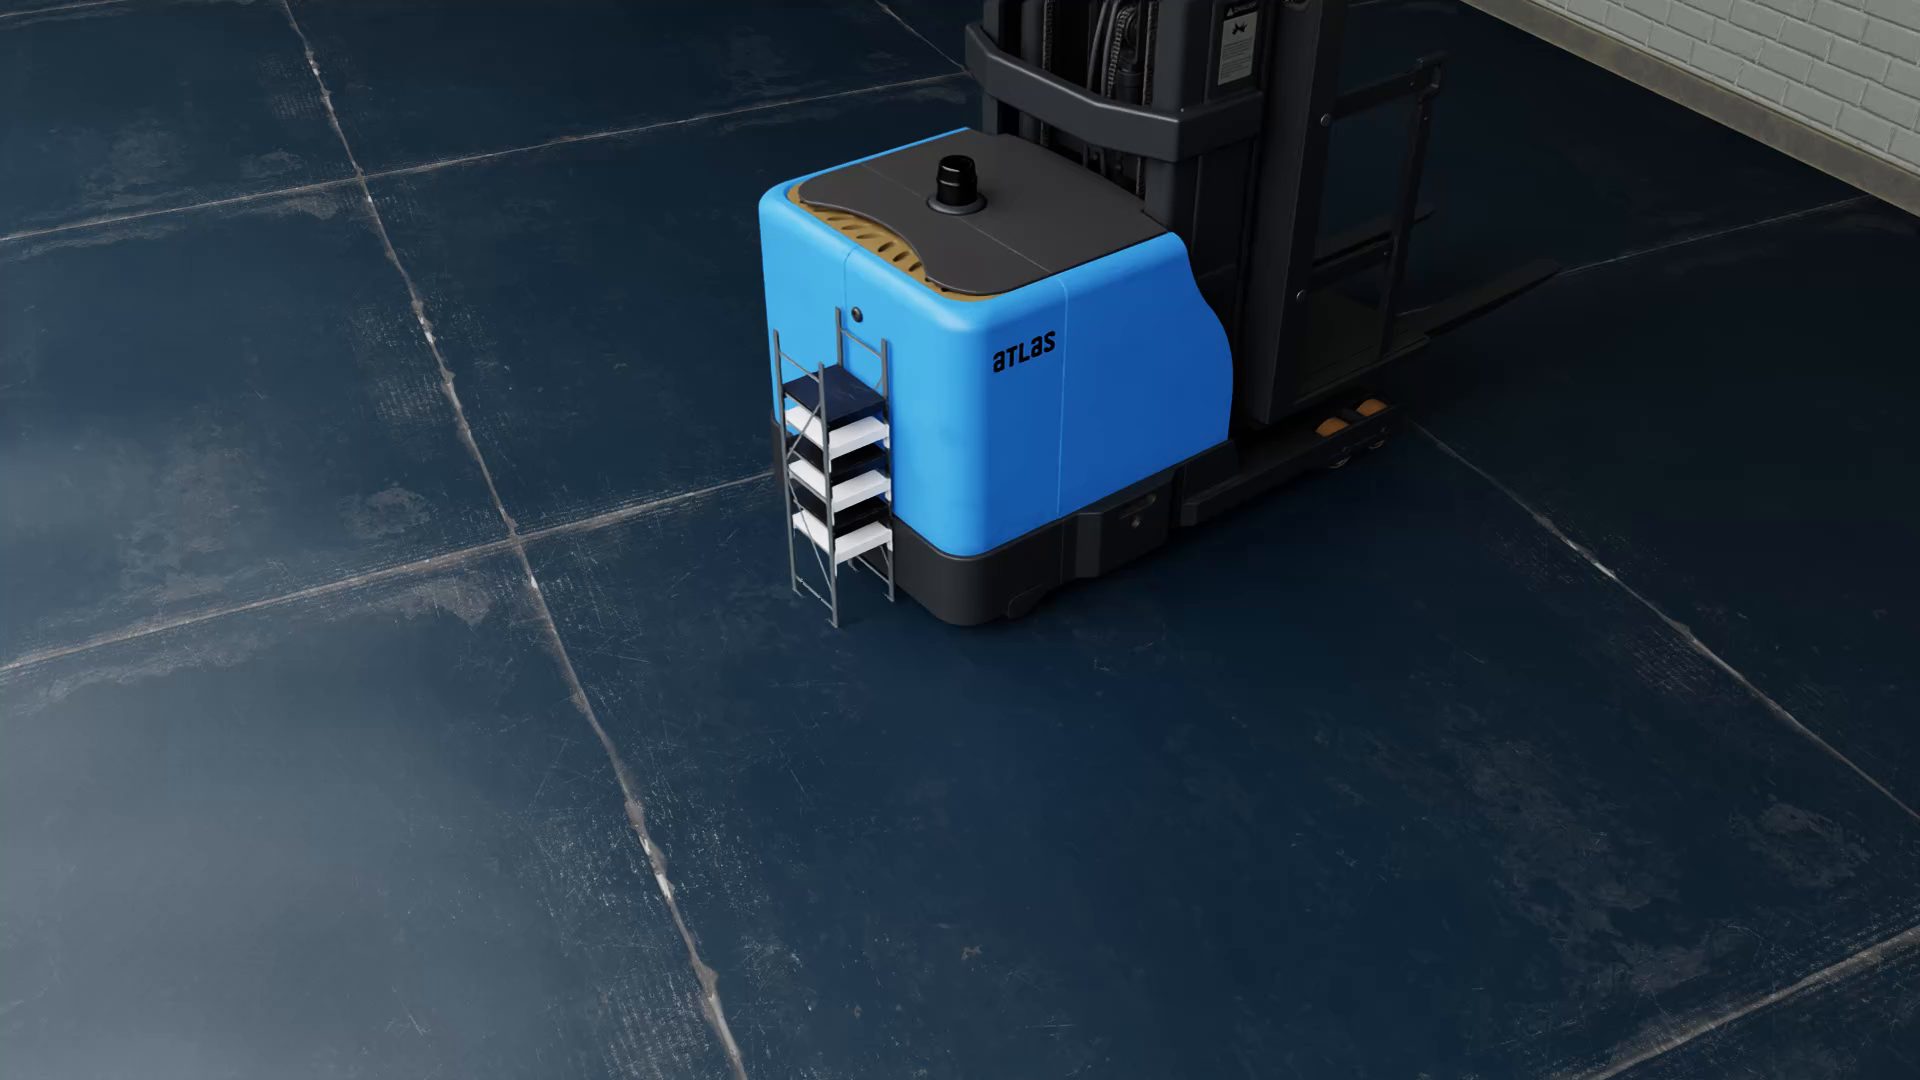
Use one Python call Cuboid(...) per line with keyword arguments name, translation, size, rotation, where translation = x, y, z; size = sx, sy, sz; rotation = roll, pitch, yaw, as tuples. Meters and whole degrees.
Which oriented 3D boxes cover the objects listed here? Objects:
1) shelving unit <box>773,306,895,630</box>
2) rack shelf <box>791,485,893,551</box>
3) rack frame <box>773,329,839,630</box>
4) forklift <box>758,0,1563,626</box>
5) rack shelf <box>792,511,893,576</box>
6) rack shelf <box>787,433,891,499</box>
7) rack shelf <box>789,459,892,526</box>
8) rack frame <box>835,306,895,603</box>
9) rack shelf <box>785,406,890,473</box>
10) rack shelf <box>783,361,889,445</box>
Cuboid(name="shelving unit", translation=(-0.352, -0.192, 4.753), size=(0.210, 0.900, 0.258), rotation=(-25, 43, -29))
Cuboid(name="rack shelf", translation=(-0.352, -0.093, 4.827), size=(0.200, 0.077, 0.258), rotation=(-25, 43, -29))
Cuboid(name="rack frame", translation=(-0.432, -0.155, 4.704), size=(0.006, 0.900, 0.240), rotation=(-25, 43, -29))
Cuboid(name="forklift", translation=(0.875, -1.644, 5.006), size=(3.031, 2.935, 1.130), rotation=(-25, 43, -29))
Cuboid(name="rack shelf", translation=(-0.352, -0.021, 4.881), size=(0.200, 0.077, 0.258), rotation=(-25, 43, -29))
Cuboid(name="rack shelf", translation=(-0.352, -0.238, 4.720), size=(0.200, 0.077, 0.258), rotation=(-25, 43, -29))
Cuboid(name="rack shelf", translation=(-0.352, -0.165, 4.773), size=(0.200, 0.077, 0.258), rotation=(-25, 43, -29))
Cuboid(name="rack frame", translation=(-0.271, -0.229, 4.803), size=(0.006, 0.900, 0.240), rotation=(-25, 43, -29))
Cuboid(name="rack shelf", translation=(-0.352, -0.310, 4.666), size=(0.200, 0.077, 0.258), rotation=(-25, 43, -29))
Cuboid(name="rack shelf", translation=(-0.352, -0.382, 4.612), size=(0.200, 0.077, 0.258), rotation=(-25, 43, -29))
